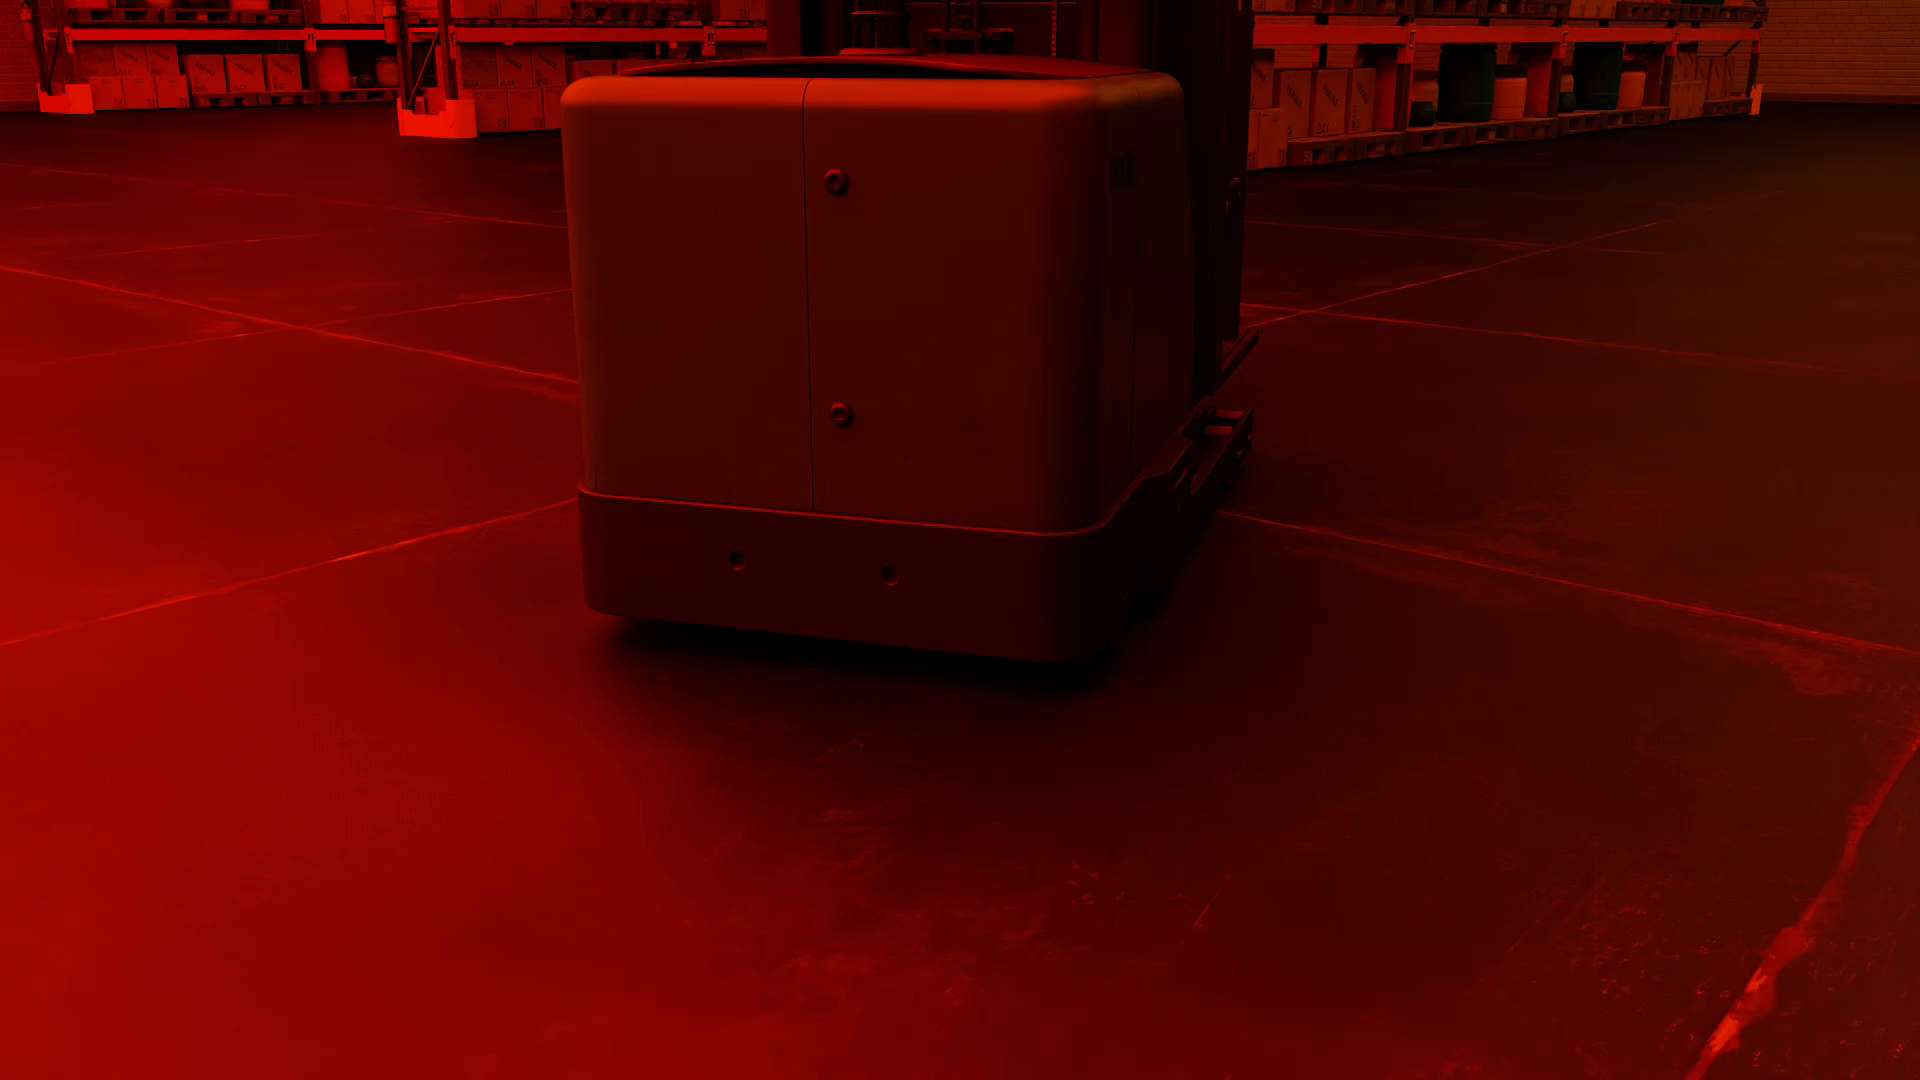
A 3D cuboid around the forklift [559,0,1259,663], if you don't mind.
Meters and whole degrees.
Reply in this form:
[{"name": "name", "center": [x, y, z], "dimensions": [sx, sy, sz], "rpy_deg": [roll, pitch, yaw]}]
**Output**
[{"name": "forklift", "center": [0.182, -1.571, 4.072], "dimensions": [1.130, 2.935, 3.031], "rpy_deg": [5, 18, 17]}]
